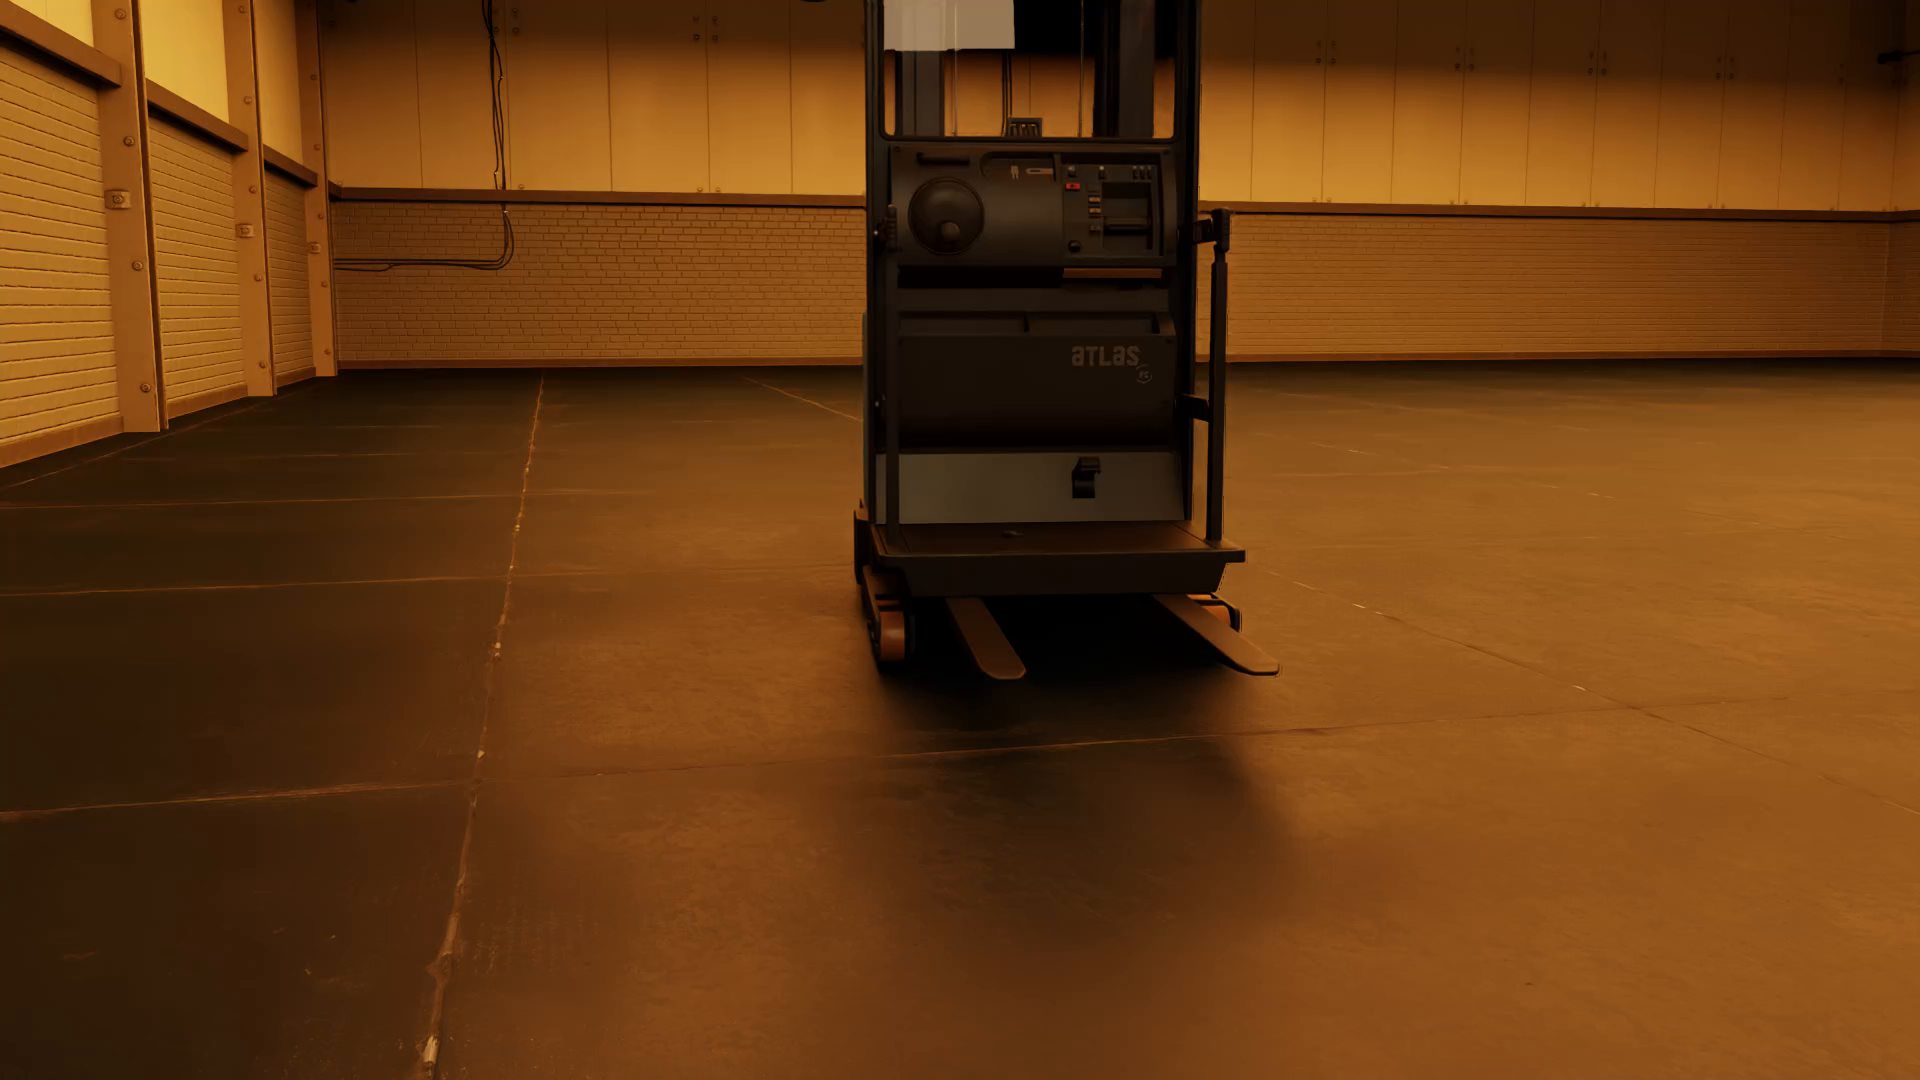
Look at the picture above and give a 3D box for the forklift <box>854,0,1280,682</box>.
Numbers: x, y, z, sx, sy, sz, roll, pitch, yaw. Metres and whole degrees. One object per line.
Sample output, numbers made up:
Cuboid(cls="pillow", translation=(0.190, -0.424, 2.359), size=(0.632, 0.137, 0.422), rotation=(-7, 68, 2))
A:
Cuboid(cls="forklift", translation=(0.261, -1.125, 5.175), size=(1.130, 2.935, 3.031), rotation=(-1, 8, -6))
